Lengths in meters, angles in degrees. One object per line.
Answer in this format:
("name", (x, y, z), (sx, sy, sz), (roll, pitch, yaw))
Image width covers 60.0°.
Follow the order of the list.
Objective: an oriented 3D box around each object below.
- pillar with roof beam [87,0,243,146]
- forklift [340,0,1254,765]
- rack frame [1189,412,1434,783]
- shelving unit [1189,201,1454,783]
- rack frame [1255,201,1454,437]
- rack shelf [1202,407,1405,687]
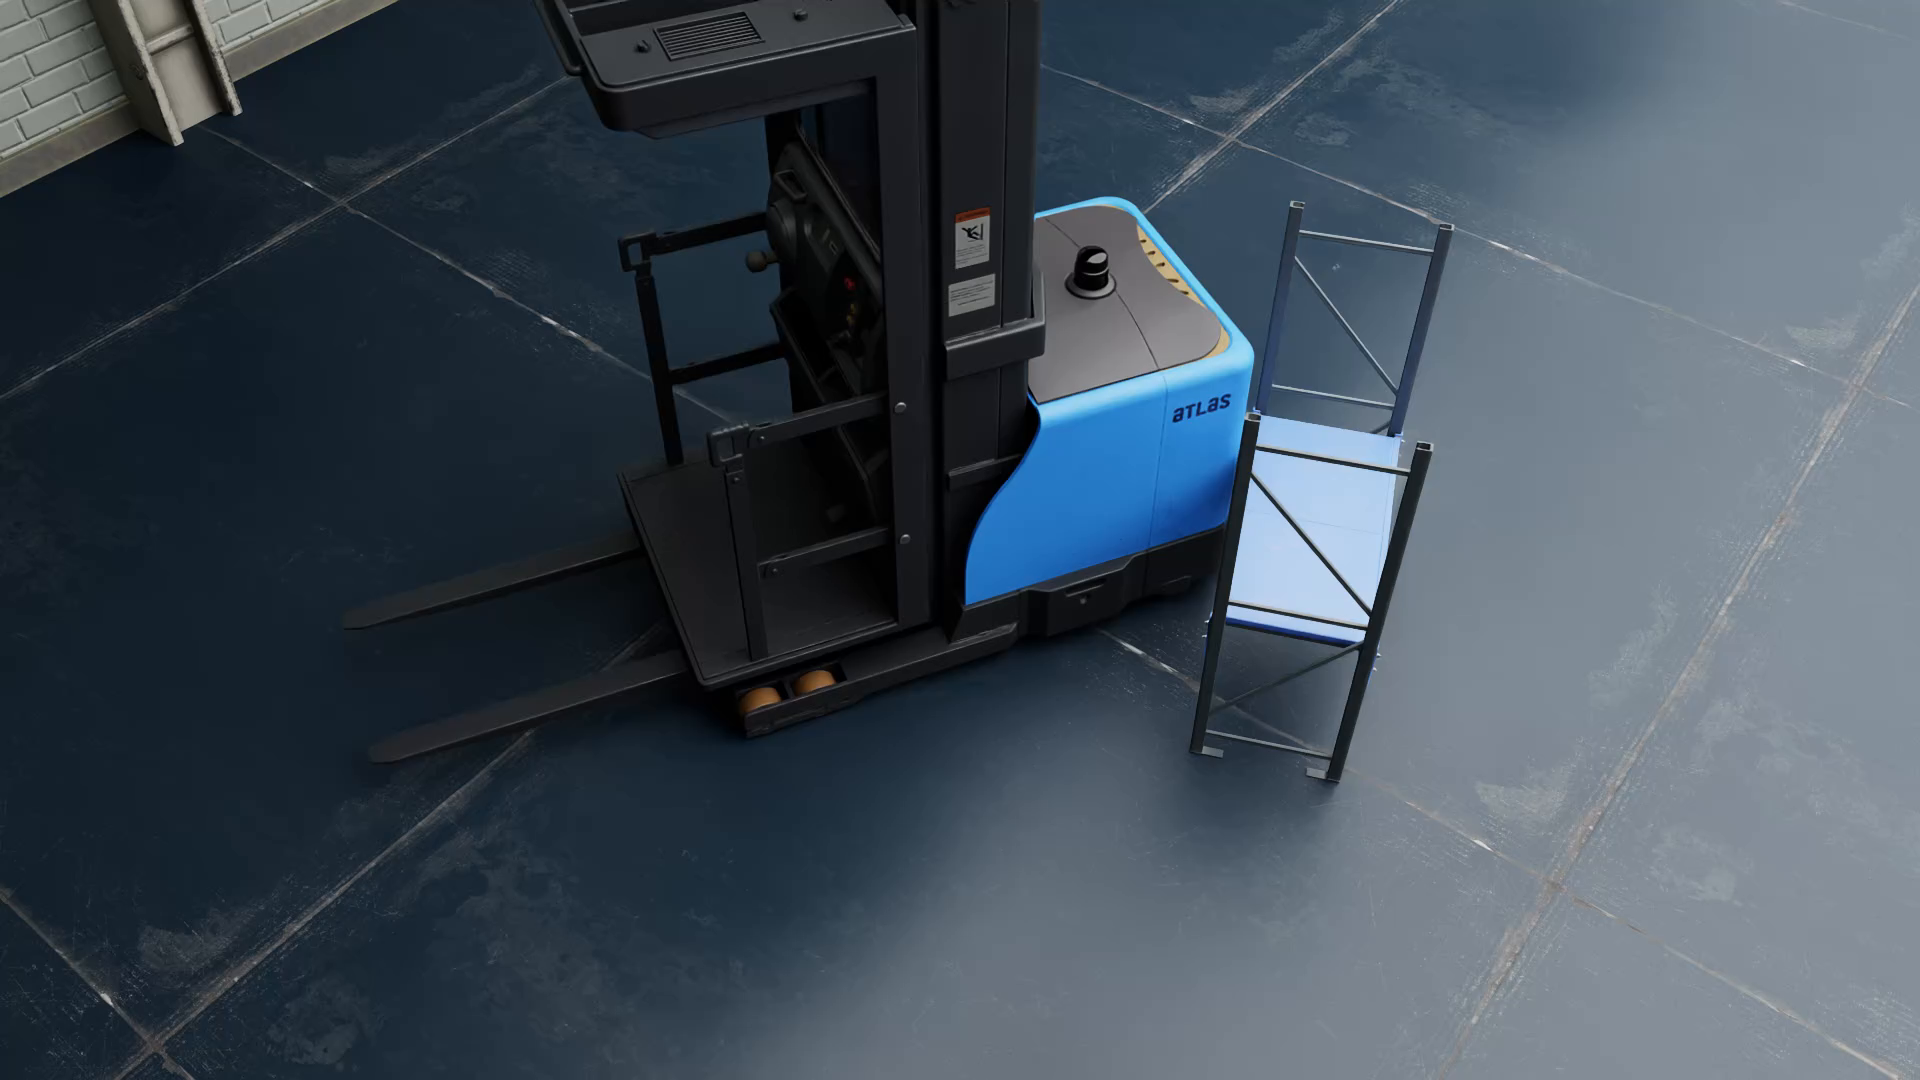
("pillar with roof beam", (-0.409, -3.297, 3.176), (9.100, 9.000, 0.400), (29, 53, 25))
("forklift", (-0.597, -0.792, 4.979), (3.031, 2.935, 1.130), (-17, 49, -15))
("rack frame", (1.013, 0.227, 4.996), (0.500, 1.500, 0.032), (11, 47, 10))
("shelving unit", (1.142, -0.128, 5.335), (0.538, 1.500, 1.048), (11, 47, 10))
("rack frame", (1.271, -0.484, 5.675), (0.500, 1.500, 0.032), (11, 47, 10))
("rack shelf", (1.142, -0.004, 5.465), (0.538, 0.185, 1.000), (11, 47, 10))
